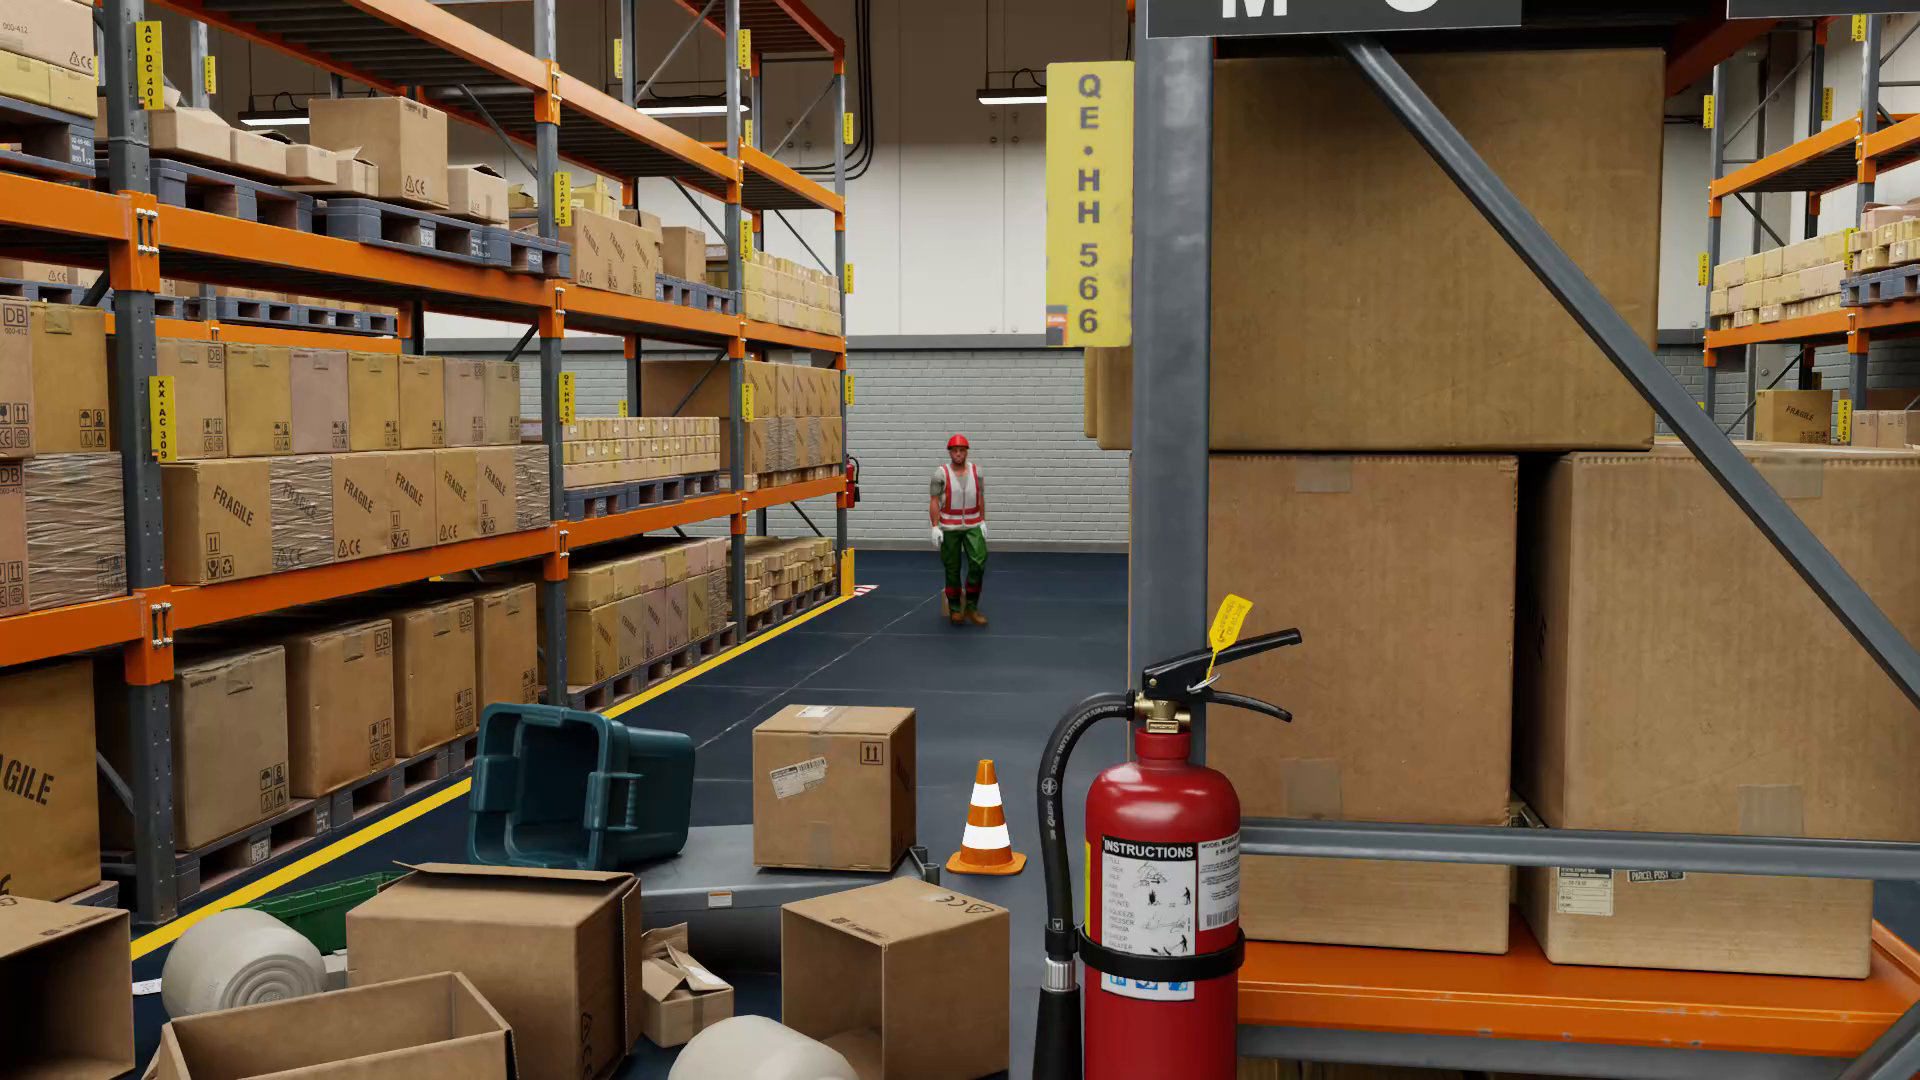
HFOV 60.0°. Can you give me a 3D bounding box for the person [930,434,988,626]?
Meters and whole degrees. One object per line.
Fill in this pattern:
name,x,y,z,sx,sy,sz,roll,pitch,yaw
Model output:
person,-0.003,-0.097,15.523,0.579,1.780,0.535,-1,4,-10
